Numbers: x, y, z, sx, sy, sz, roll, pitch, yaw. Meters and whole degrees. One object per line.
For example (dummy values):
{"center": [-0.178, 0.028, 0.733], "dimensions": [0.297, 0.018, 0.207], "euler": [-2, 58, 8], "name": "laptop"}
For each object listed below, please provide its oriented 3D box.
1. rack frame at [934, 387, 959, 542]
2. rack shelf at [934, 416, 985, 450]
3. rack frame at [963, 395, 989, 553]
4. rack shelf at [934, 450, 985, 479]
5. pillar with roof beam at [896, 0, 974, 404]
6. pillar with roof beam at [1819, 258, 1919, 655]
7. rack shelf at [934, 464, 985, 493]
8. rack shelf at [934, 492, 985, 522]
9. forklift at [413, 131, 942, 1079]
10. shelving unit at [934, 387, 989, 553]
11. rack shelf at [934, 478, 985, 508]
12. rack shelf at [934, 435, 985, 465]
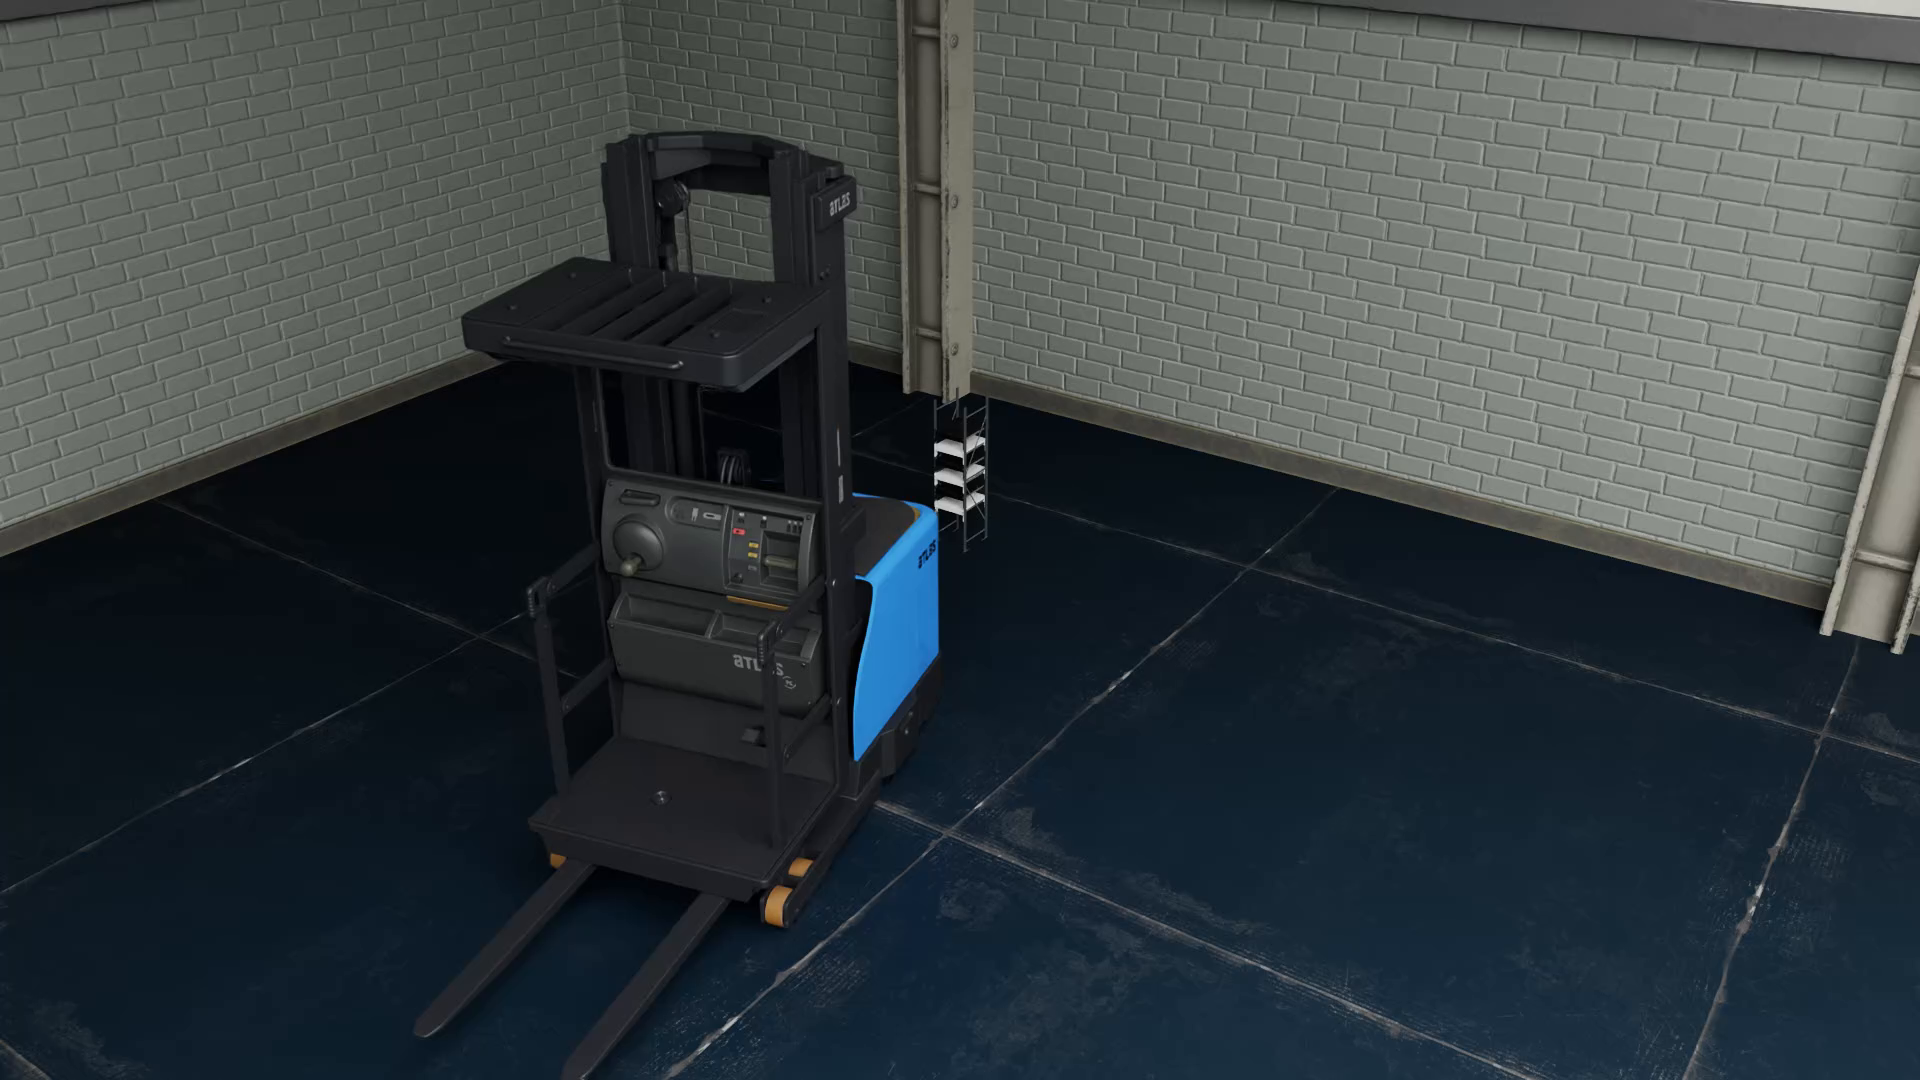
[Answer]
{"center": [-0.077, -0.425, 9.593], "dimensions": [0.006, 0.900, 0.240], "euler": [17, 32, 30], "name": "rack frame"}
{"center": [0.007, -0.610, 9.434], "dimensions": [0.200, 0.077, 0.258], "euler": [17, 32, 30], "name": "rack shelf"}
{"center": [0.090, -0.373, 9.490], "dimensions": [0.006, 0.900, 0.240], "euler": [17, 32, 30], "name": "rack frame"}
{"center": [0.007, -0.449, 9.516], "dimensions": [0.200, 0.077, 0.258], "euler": [17, 32, 30], "name": "rack shelf"}
{"center": [-2.598, -3.457, 6.621], "dimensions": [0.400, 9.000, 9.100], "euler": [17, 32, 30], "name": "pillar with roof beam"}
{"center": [2.348, -1.916, 3.593], "dimensions": [0.400, 9.000, 9.100], "euler": [17, 32, 30], "name": "pillar with roof beam"}
{"center": [0.007, -0.369, 9.557], "dimensions": [0.200, 0.077, 0.258], "euler": [17, 32, 30], "name": "rack shelf"}
{"center": [0.007, -0.209, 9.639], "dimensions": [0.200, 0.077, 0.258], "euler": [17, 32, 30], "name": "rack shelf"}
{"center": [-1.082, 0.038, 6.443], "dimensions": [1.130, 2.935, 3.031], "euler": [10, 29, 18], "name": "forklift"}
{"center": [0.007, -0.399, 9.542], "dimensions": [0.210, 0.900, 0.258], "euler": [17, 32, 30], "name": "shelving unit"}
{"center": [0.007, -0.289, 9.598], "dimensions": [0.200, 0.077, 0.258], "euler": [17, 32, 30], "name": "rack shelf"}
{"center": [0.007, -0.530, 9.475], "dimensions": [0.200, 0.077, 0.258], "euler": [17, 32, 30], "name": "rack shelf"}
